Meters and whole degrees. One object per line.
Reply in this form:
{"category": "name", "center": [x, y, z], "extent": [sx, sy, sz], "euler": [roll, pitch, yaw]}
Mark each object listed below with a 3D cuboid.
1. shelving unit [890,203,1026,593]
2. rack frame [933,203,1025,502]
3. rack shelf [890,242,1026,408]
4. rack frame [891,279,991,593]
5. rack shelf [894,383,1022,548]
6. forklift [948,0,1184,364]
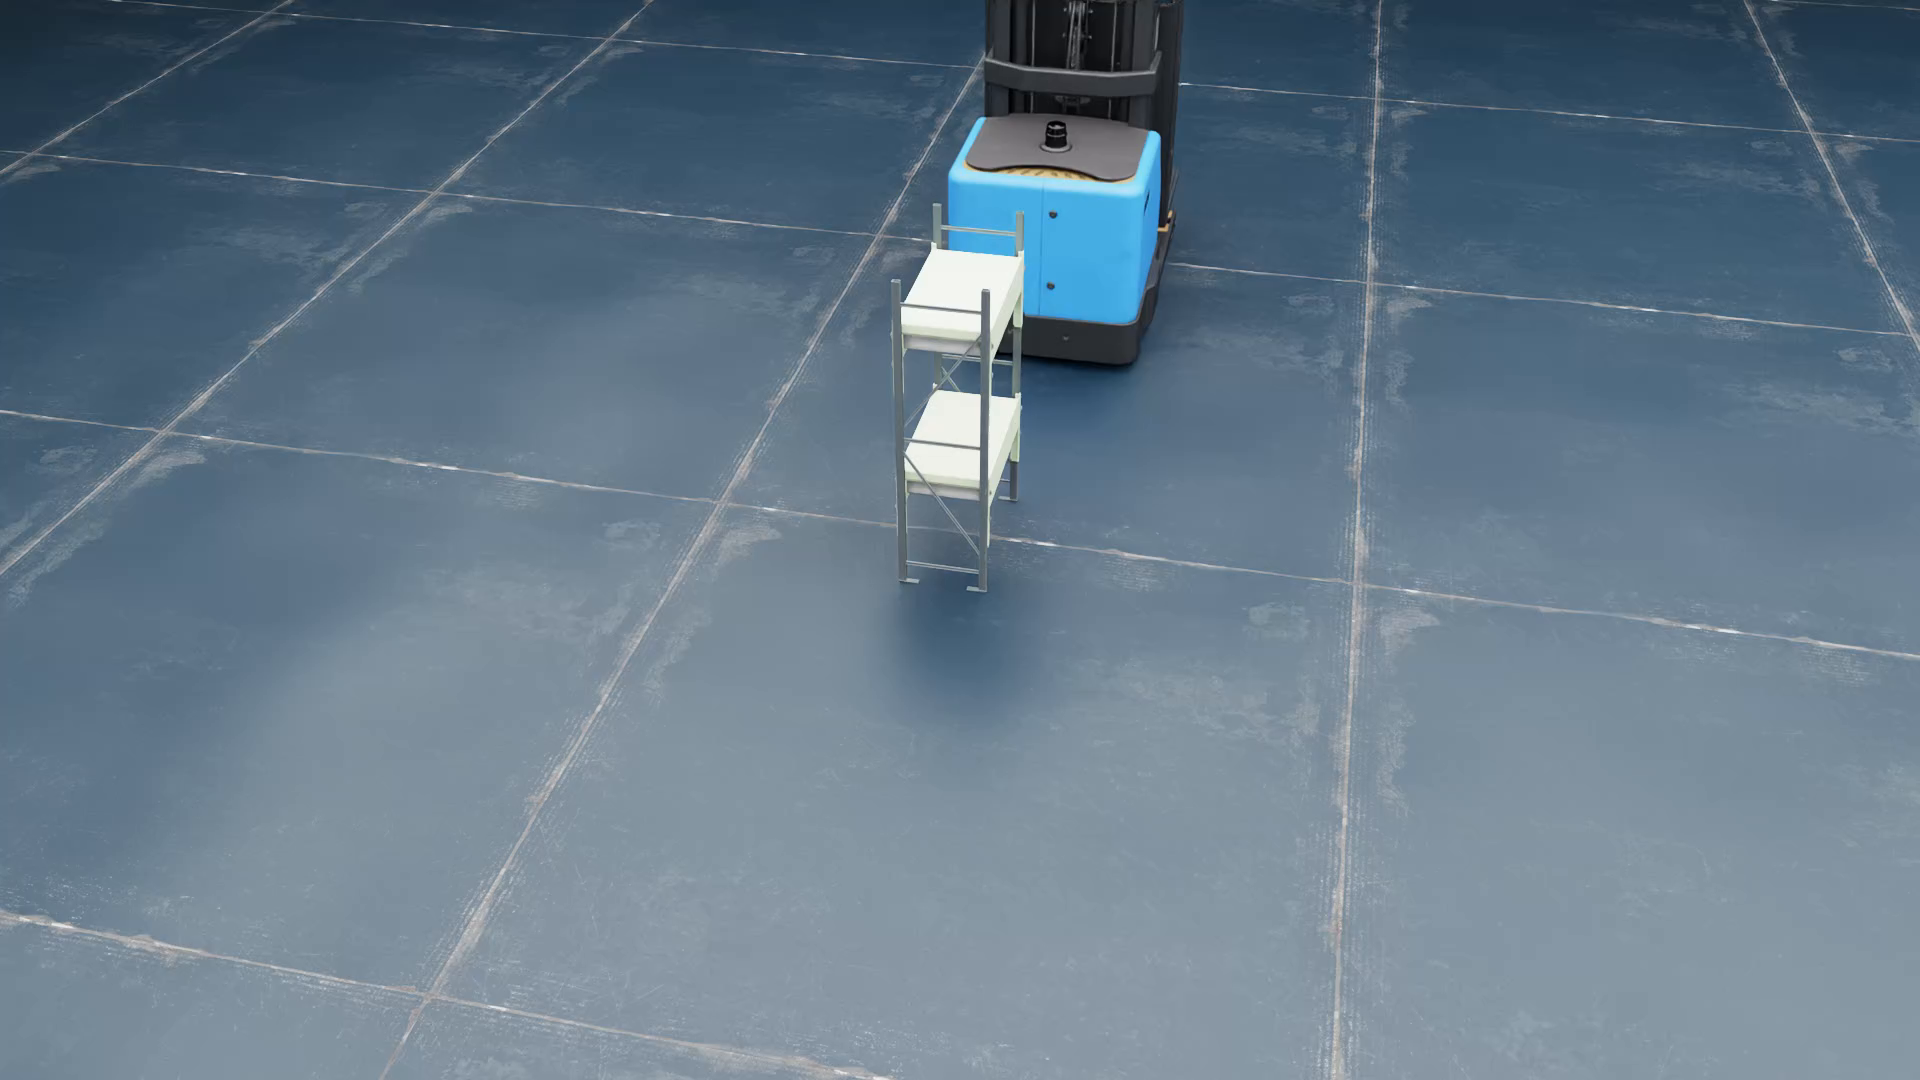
{"category": "shelving unit", "center": [0.001, -0.611, 7.315], "extent": [0.431, 1.500, 0.755], "euler": [7, 37, 10]}
{"category": "rack frame", "center": [0.080, -0.821, 7.605], "extent": [0.400, 1.500, 0.023], "euler": [7, 37, 10]}
{"category": "rack shelf", "center": [0.001, -0.927, 7.086], "extent": [0.431, 0.370, 0.720], "euler": [7, 37, 10]}
{"category": "rack frame", "center": [-0.077, -0.401, 7.026], "extent": [0.400, 1.500, 0.023], "euler": [7, 37, 10]}
{"category": "rack shelf", "center": [0.001, -0.347, 7.506], "extent": [0.431, 0.370, 0.720], "euler": [7, 37, 10]}
{"category": "forklift", "center": [0.733, -2.993, 9.382], "extent": [1.130, 2.935, 3.031], "euler": [7, 37, 10]}
